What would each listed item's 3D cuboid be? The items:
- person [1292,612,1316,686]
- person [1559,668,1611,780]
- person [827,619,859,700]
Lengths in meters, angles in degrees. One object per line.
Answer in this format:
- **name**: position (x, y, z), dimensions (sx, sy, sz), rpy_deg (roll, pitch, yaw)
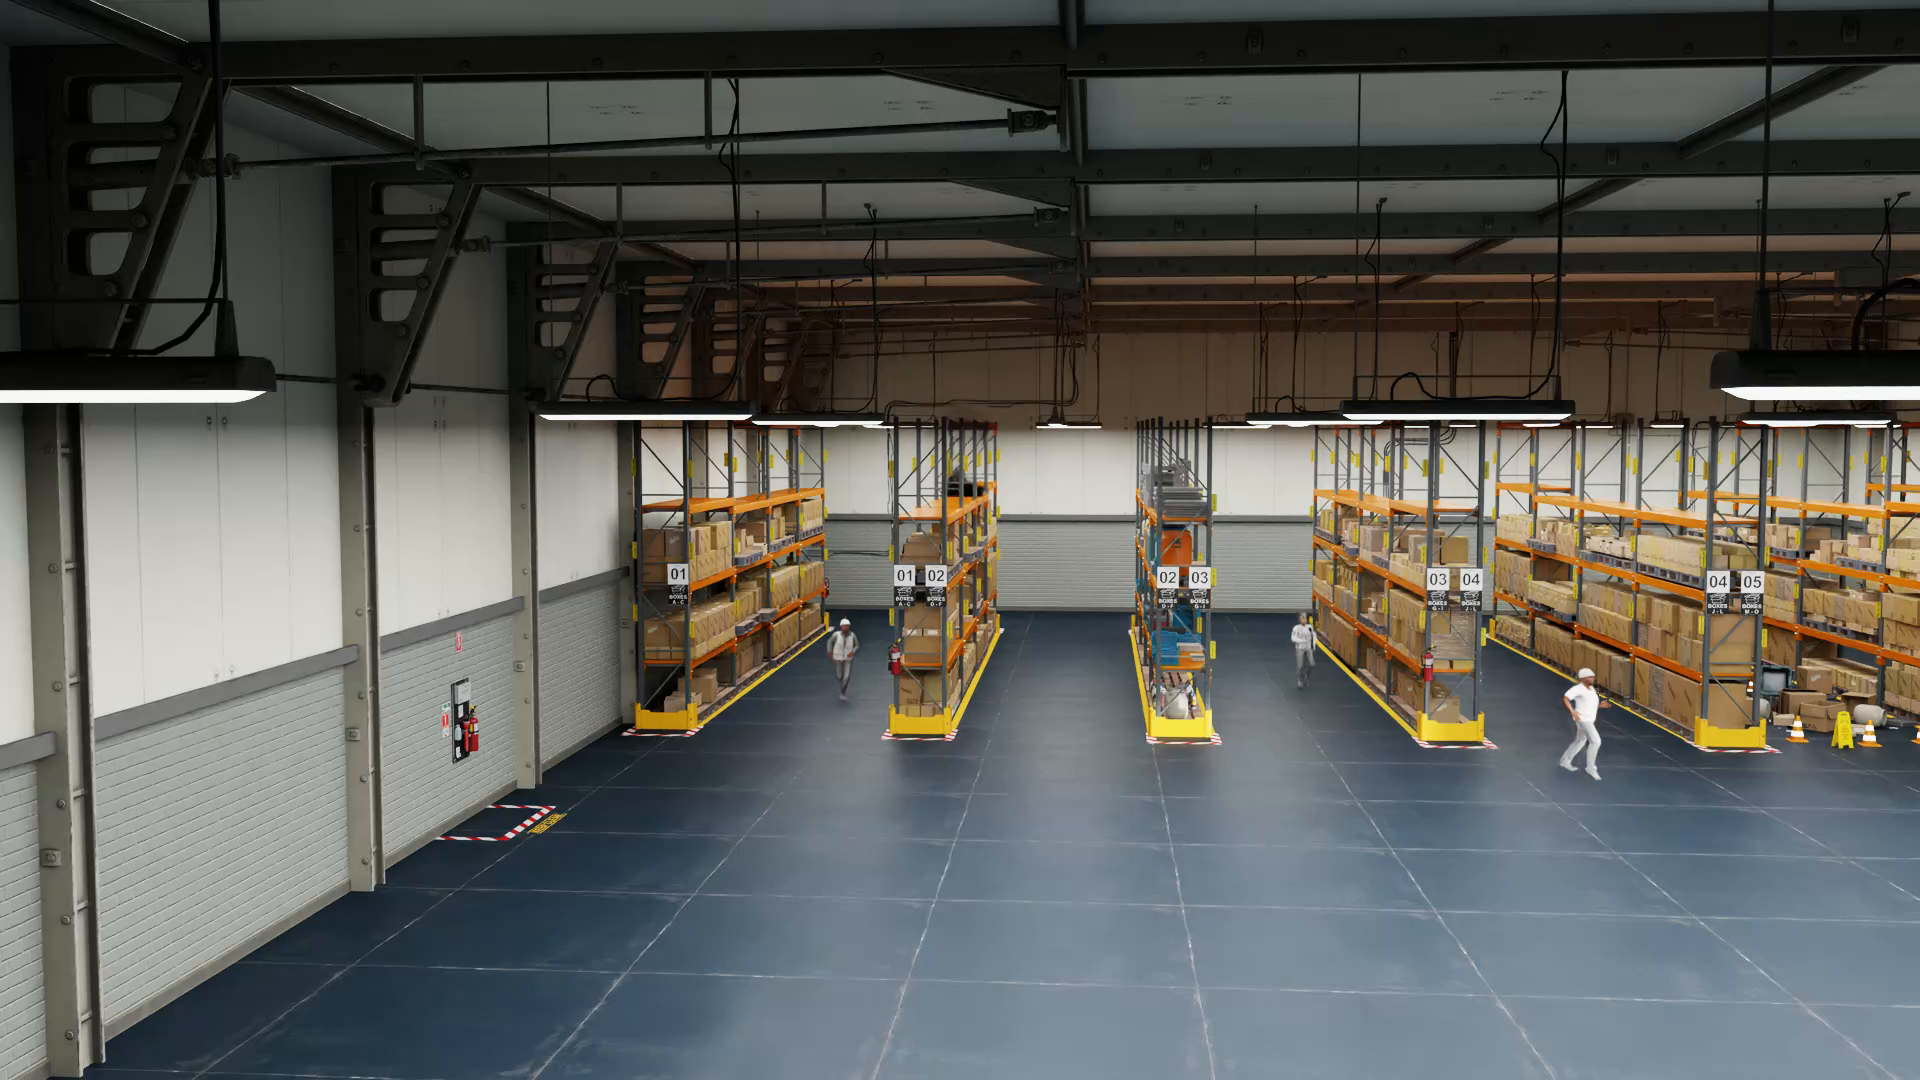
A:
- **person**: position (7.723, 2.453, 37.194), dimensions (0.616, 1.678, 0.613), rpy_deg (0, 4, -3)
- **person**: position (10.370, 3.041, 27.622), dimensions (0.785, 1.832, 0.674), rpy_deg (3, 5, 35)
- **person**: position (-2.504, 2.550, 35.691), dimensions (0.691, 1.734, 0.691), rpy_deg (0, 4, -5)
